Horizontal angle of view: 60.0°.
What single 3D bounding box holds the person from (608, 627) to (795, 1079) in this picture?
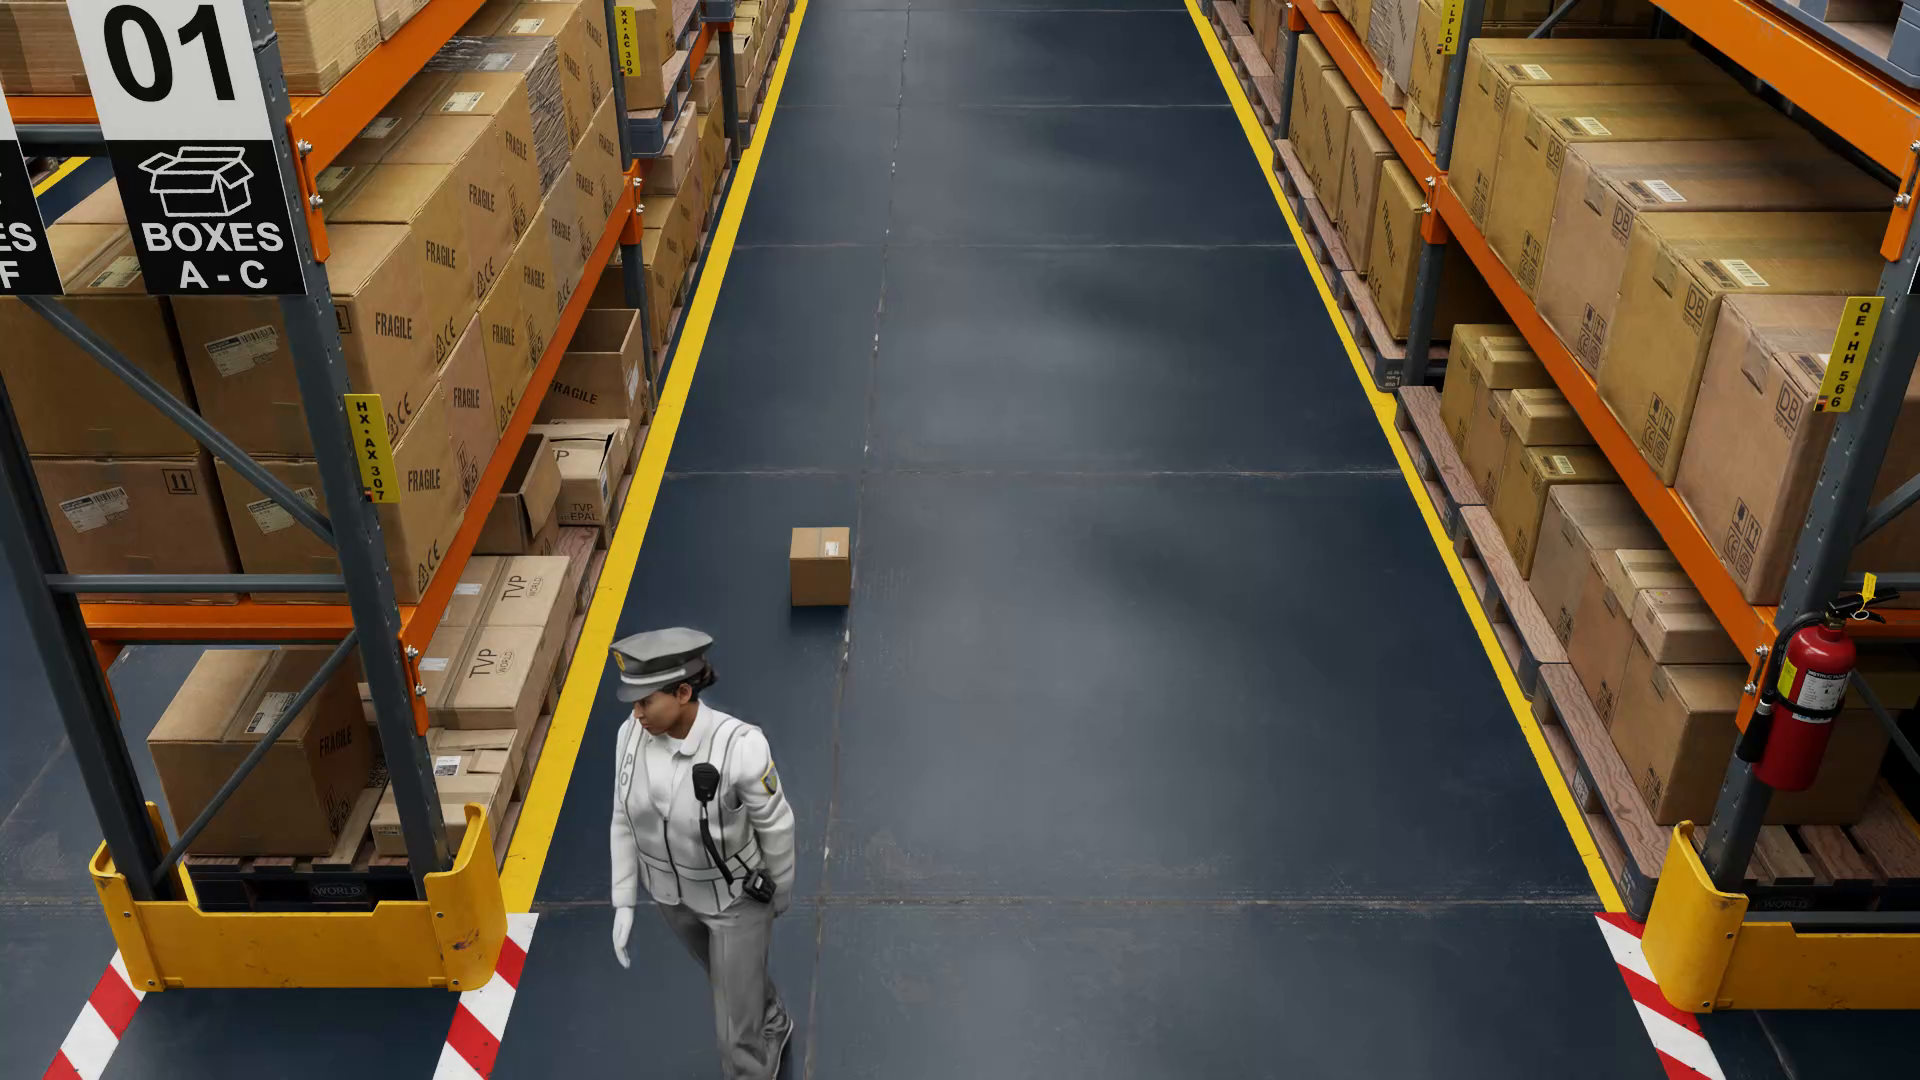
[{"bbox_3d":[-0.705,1.010,4.491,0.548,1.665,0.758,13,34,20],"label":"person"}]
